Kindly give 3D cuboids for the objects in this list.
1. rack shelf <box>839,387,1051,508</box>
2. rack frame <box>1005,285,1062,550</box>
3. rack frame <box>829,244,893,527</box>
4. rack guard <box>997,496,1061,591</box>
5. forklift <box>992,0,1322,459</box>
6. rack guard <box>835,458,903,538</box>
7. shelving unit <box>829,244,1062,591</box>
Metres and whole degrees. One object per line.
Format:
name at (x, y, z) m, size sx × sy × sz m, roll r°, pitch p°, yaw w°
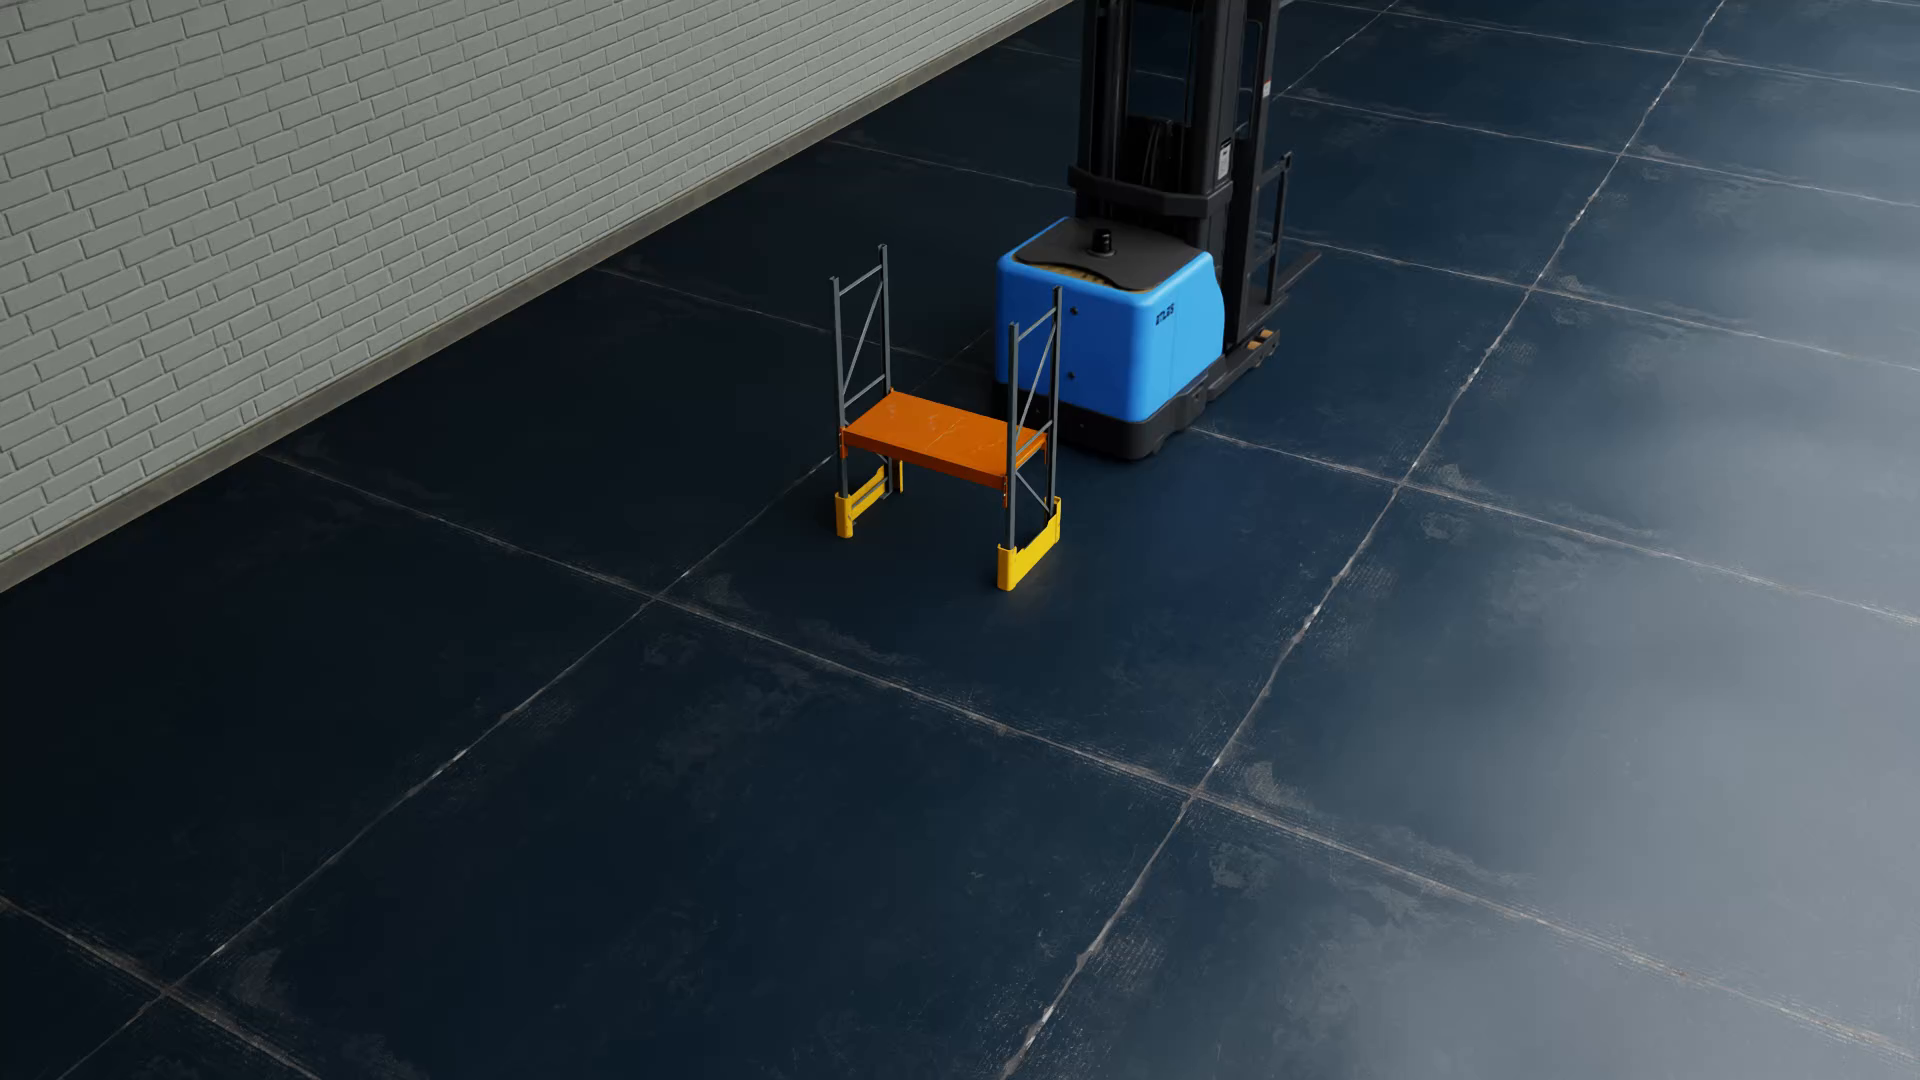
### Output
rack shelf at (-0.074, -0.498, 8.740) m, size 1.000 × 0.185 × 0.538 m, roll 18°, pitch 37°, yaw 24°
rack frame at (0.367, -0.508, 8.431) m, size 0.032 × 1.500 × 0.500 m, roll 18°, pitch 37°, yaw 24°
rack frame at (-0.515, -0.788, 8.850) m, size 0.032 × 1.500 × 0.500 m, roll 18°, pitch 37°, yaw 24°
rack guard at (0.366, 0.012, 8.778) m, size 0.087 × 0.250 × 0.587 m, roll 18°, pitch 37°, yaw 24°
forklift at (1.424, -2.462, 10.074) m, size 1.130 × 2.935 × 3.031 m, roll 20°, pitch 39°, yaw 27°
rack guard at (-0.499, -0.262, 9.189) m, size 0.087 × 0.250 × 0.587 m, roll 18°, pitch 37°, yaw 24°
shelving unit at (-0.066, -0.645, 8.637) m, size 1.083 × 1.500 × 0.587 m, roll 18°, pitch 37°, yaw 24°
